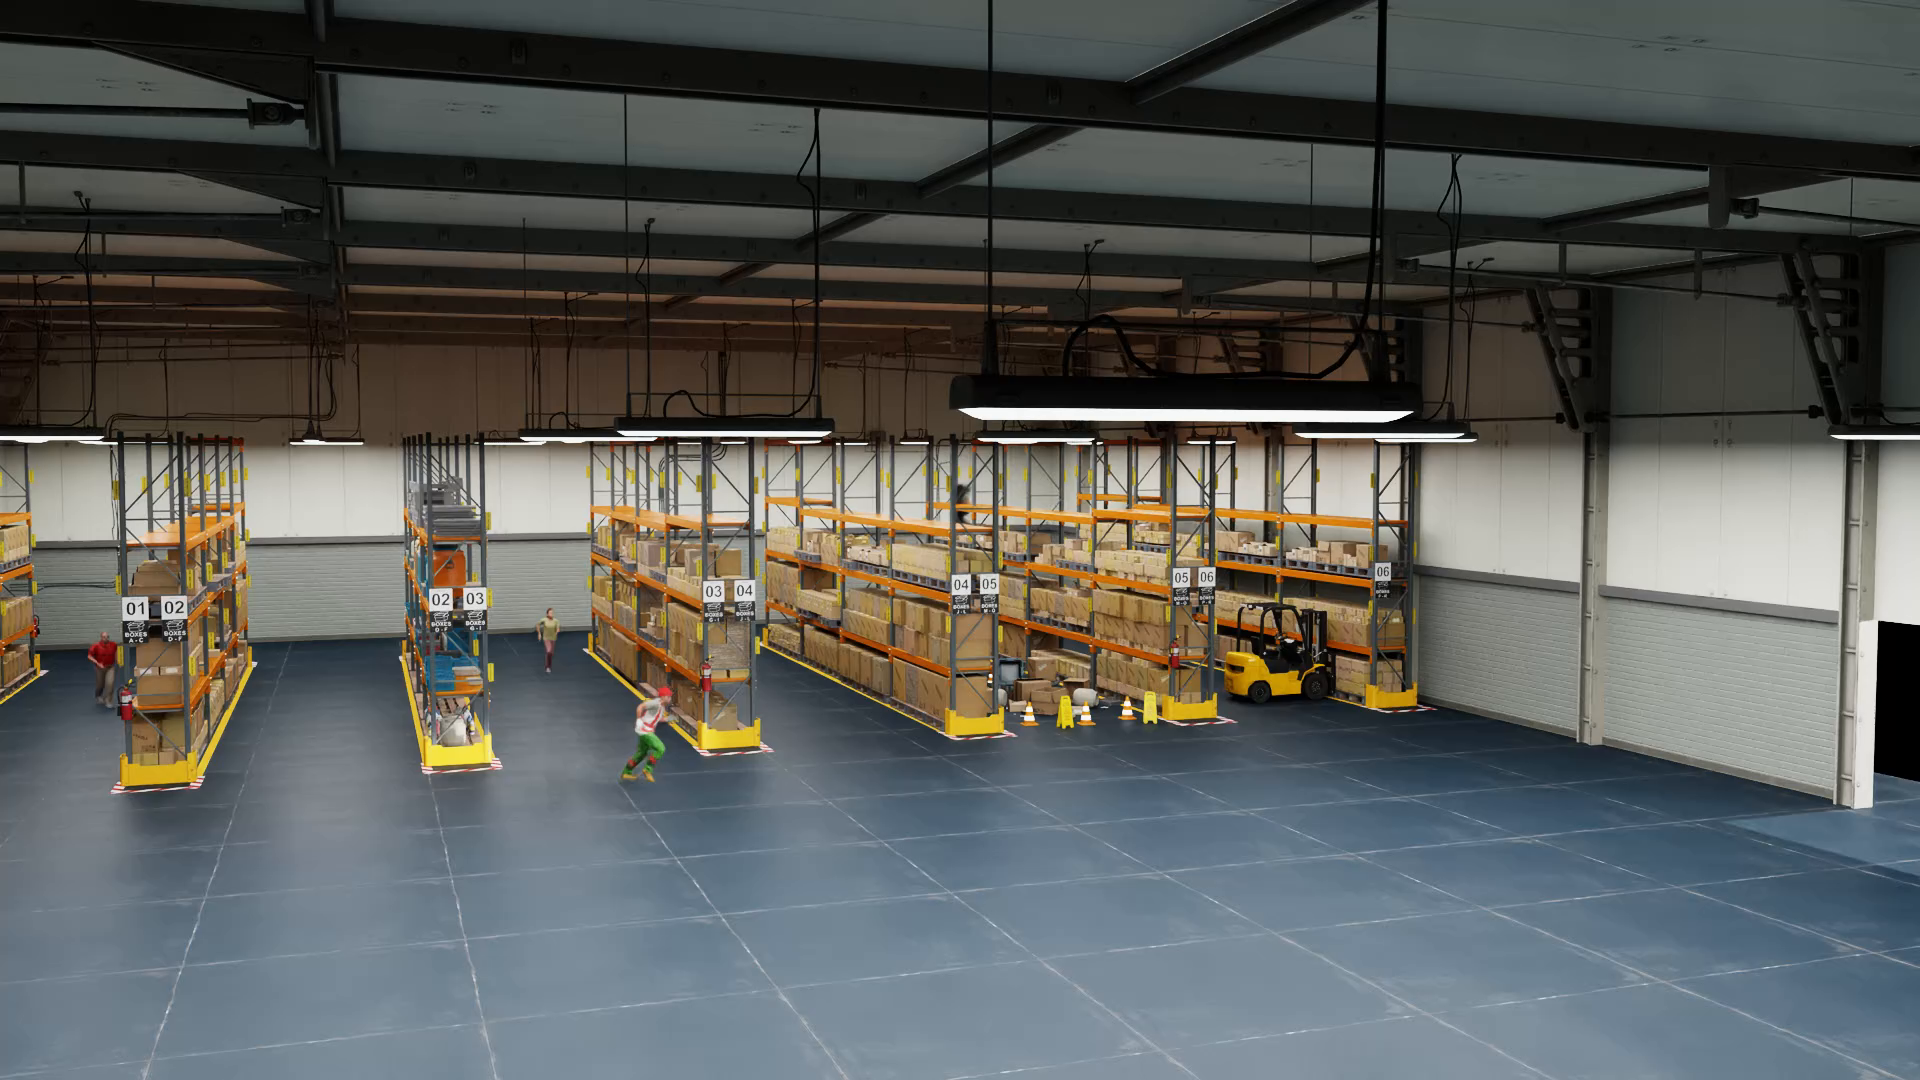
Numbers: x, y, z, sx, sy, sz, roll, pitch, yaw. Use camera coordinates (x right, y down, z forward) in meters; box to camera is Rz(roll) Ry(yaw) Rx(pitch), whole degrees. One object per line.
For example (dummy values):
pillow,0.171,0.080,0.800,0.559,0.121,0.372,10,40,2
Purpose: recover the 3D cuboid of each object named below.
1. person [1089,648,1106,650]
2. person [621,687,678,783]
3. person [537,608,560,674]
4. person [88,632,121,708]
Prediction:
person,3.822,2.270,47.025,0.659,1.669,0.906,-3,4,-44
person,-5.329,3.334,28.385,0.976,1.655,0.710,0,3,5
person,-10.467,2.562,42.335,0.527,1.671,0.792,-2,4,-33
person,-18.928,2.853,36.755,0.658,1.687,0.844,-2,4,-37
